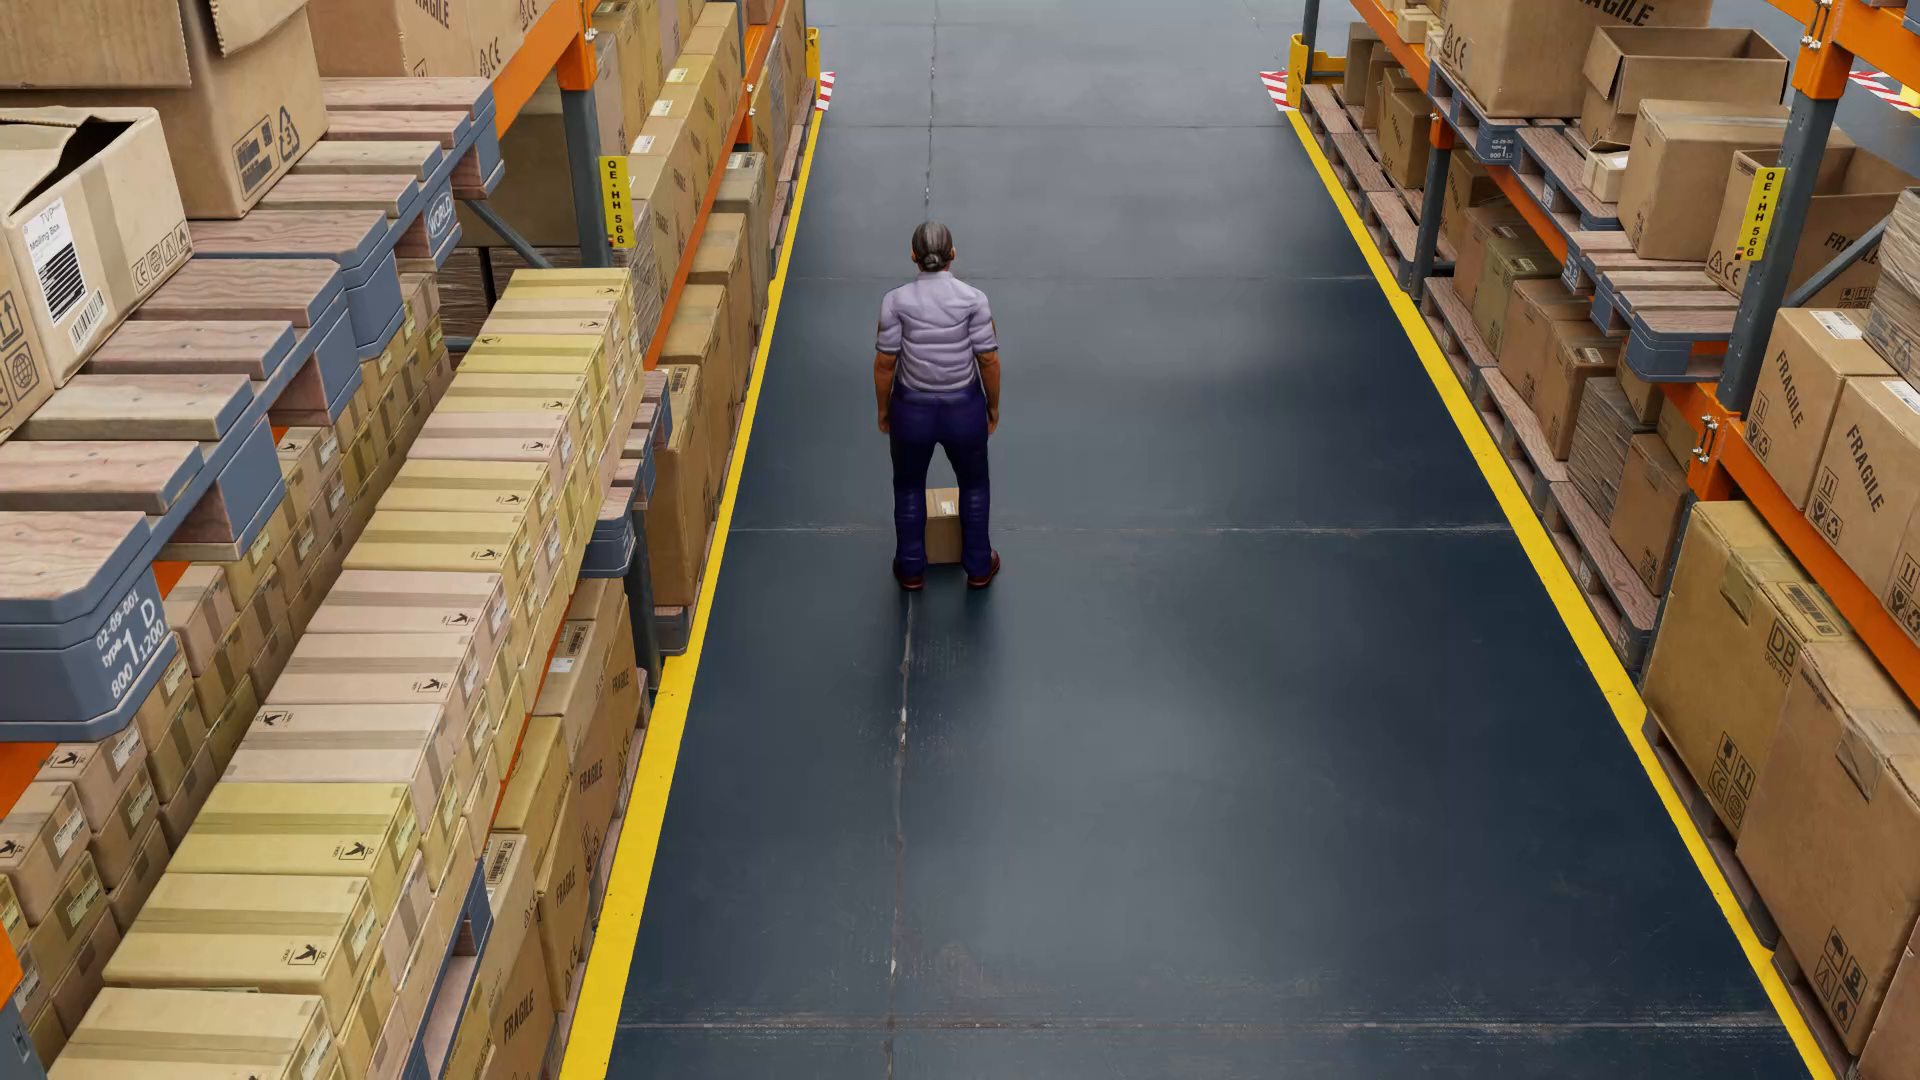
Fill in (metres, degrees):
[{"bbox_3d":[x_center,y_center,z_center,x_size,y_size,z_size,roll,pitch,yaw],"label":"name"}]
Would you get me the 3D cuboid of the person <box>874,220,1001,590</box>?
[{"bbox_3d":[-0.087,-0.535,7.008,0.539,1.652,0.376,0,32,0],"label":"person"}]
